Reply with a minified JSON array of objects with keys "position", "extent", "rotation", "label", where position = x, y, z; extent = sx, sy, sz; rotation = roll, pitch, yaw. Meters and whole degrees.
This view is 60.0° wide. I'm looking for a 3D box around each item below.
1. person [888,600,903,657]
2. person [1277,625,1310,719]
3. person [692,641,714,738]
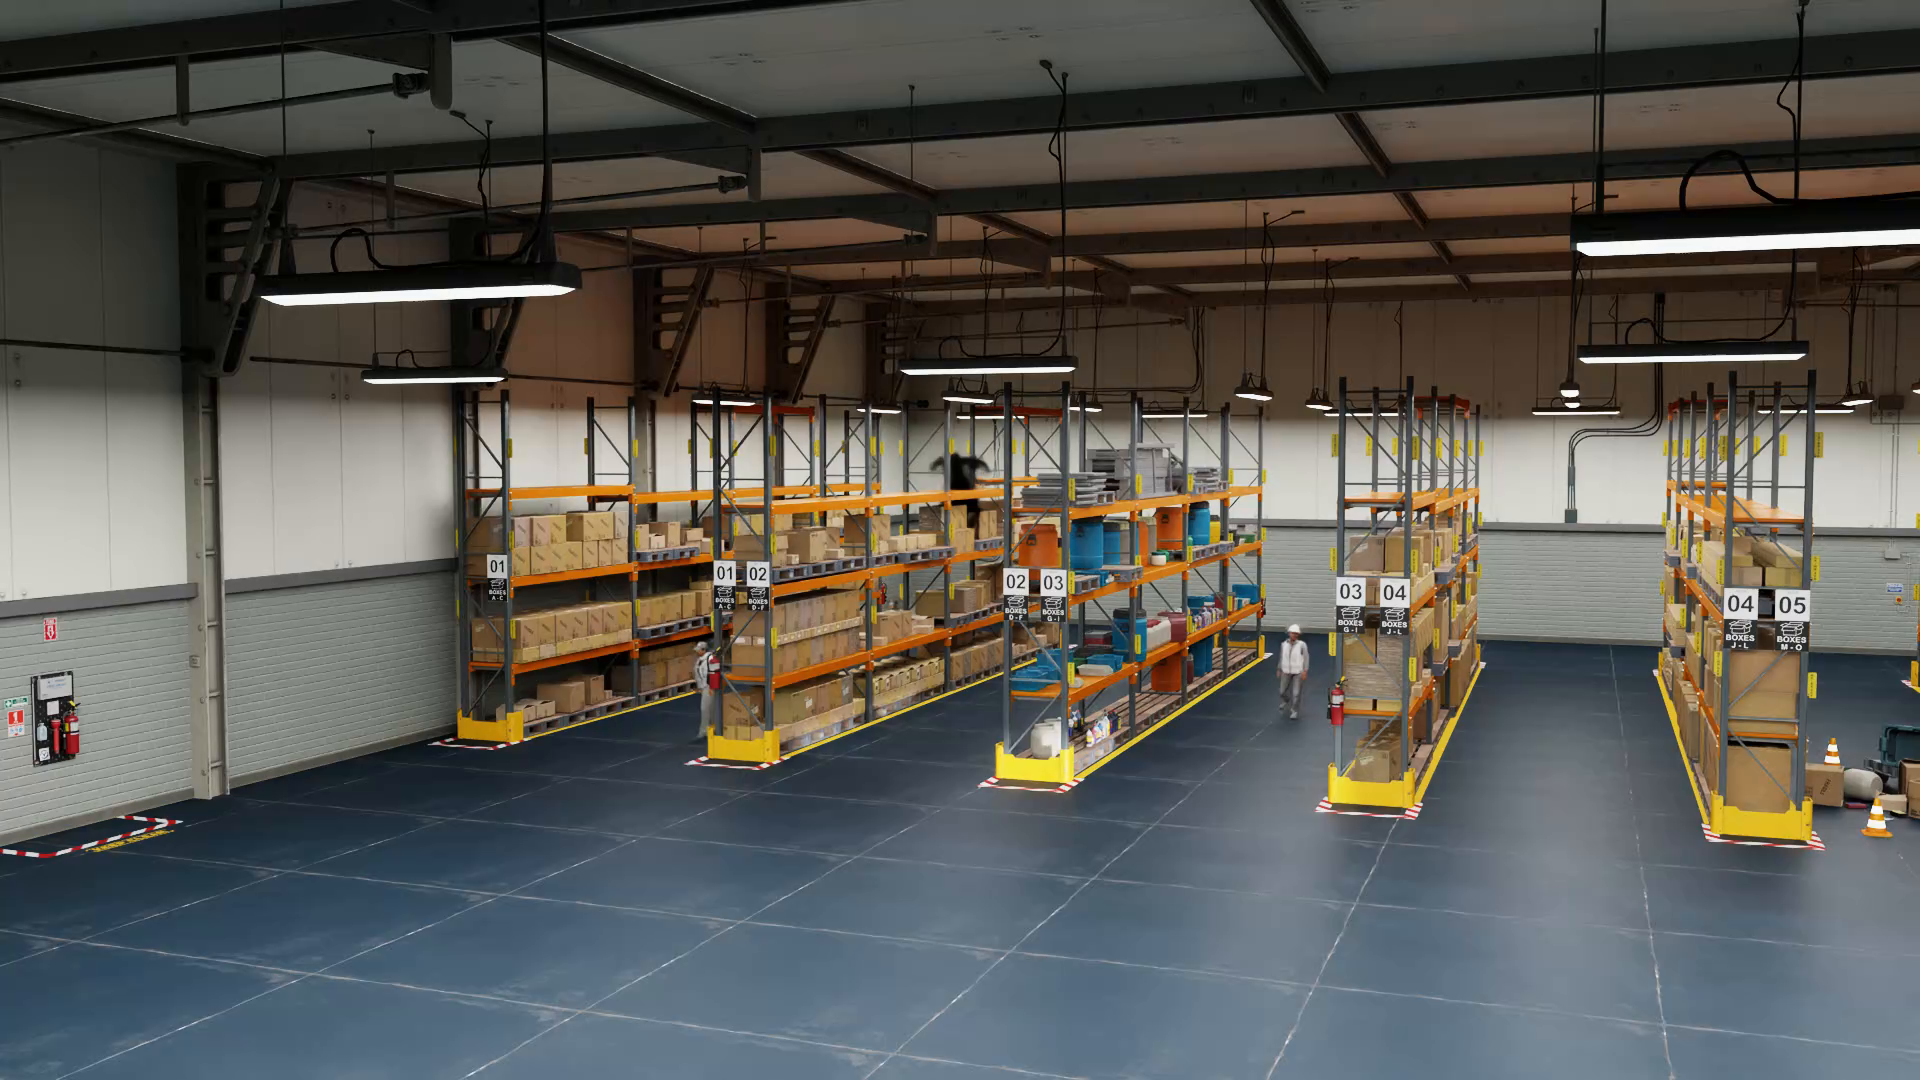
[{"position":[-1.472,2.129,37.848],"extent":[0.608,1.580,0.794],"rotation":[1,3,10],"label":"person"},{"position":[6.194,2.428,30.870],"extent":[0.695,1.744,0.661],"rotation":[2,4,31],"label":"person"},{"position":[-4.420,2.599,29.069],"extent":[0.685,1.679,0.730],"rotation":[-2,4,-30],"label":"person"}]
